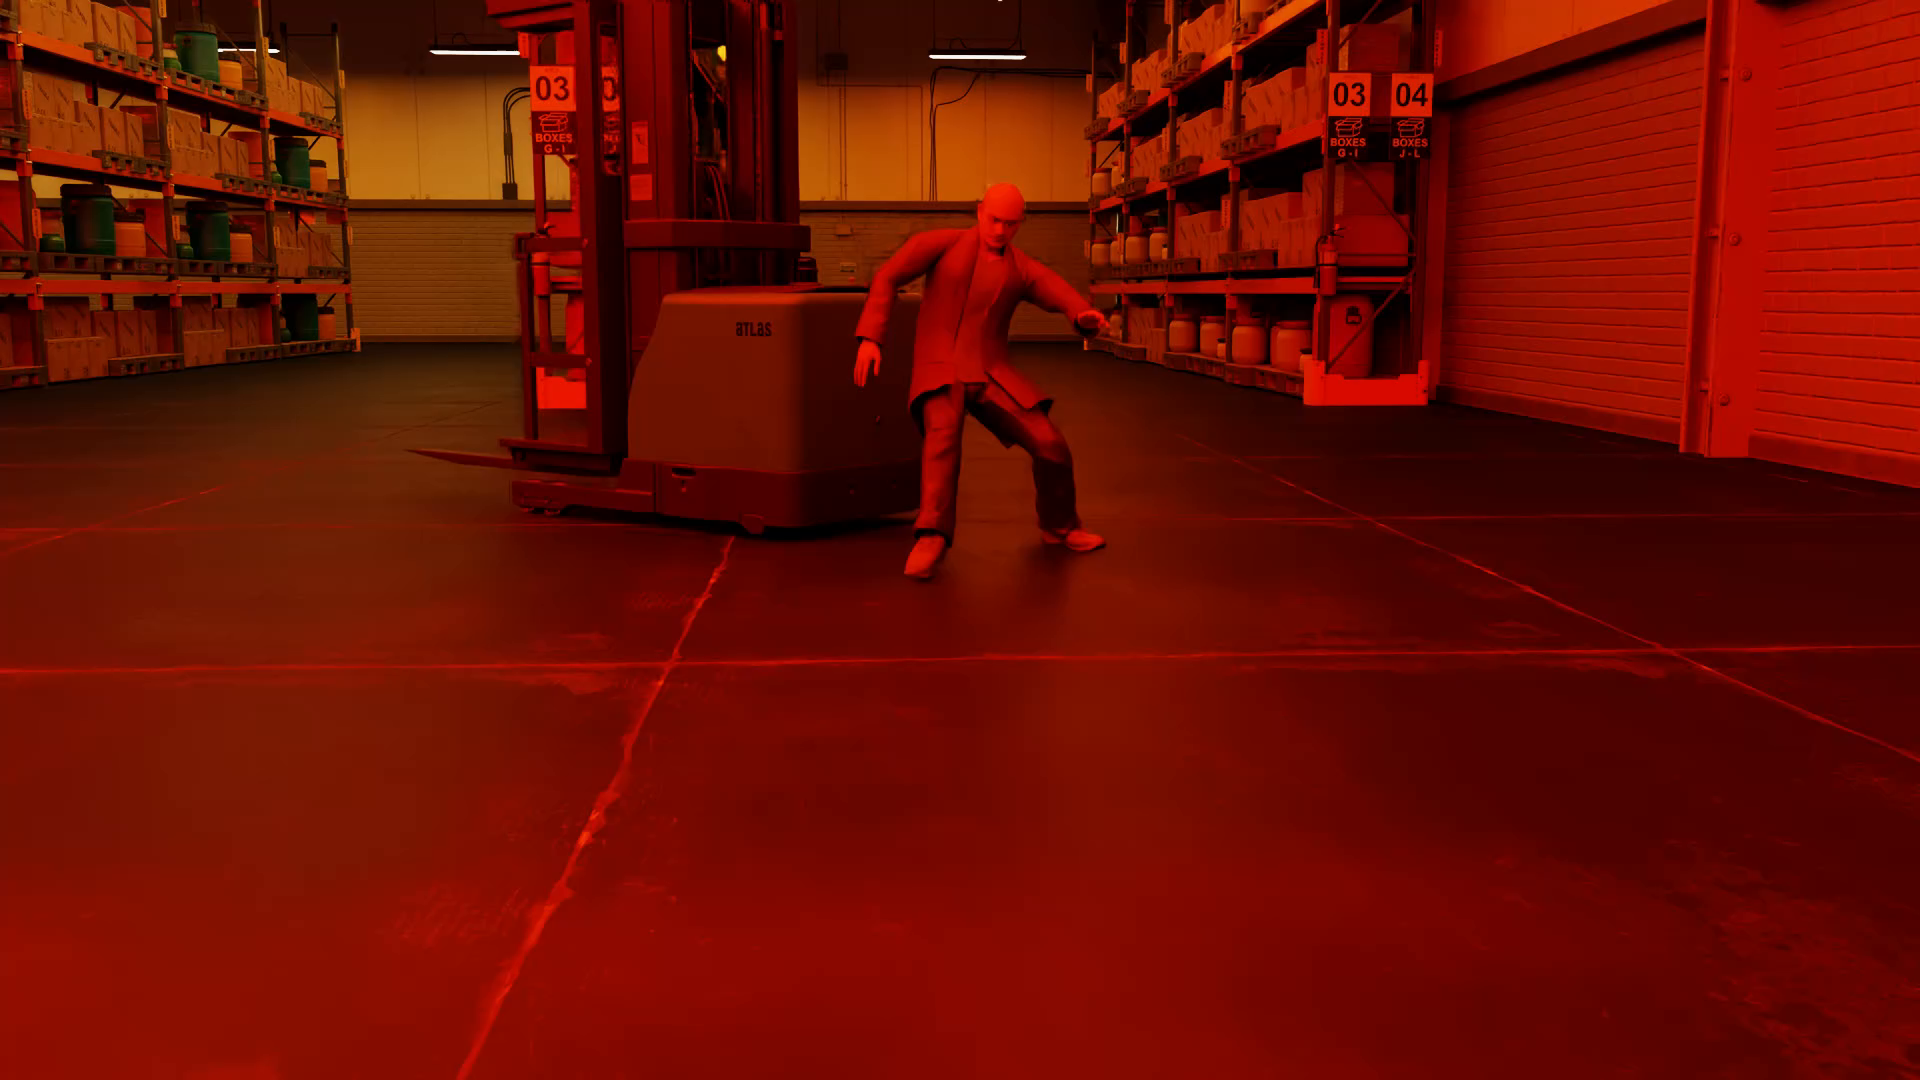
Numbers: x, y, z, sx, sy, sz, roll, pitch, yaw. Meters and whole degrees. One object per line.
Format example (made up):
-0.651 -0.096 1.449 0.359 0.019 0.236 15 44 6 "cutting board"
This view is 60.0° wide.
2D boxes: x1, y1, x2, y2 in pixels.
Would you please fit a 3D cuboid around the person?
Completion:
0.130 -0.660 6.646 1.057 1.540 1.005 -2 9 -11 "person"

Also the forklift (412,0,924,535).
-1.594 -1.622 8.253 3.031 2.935 1.130 6 11 37 "forklift"
